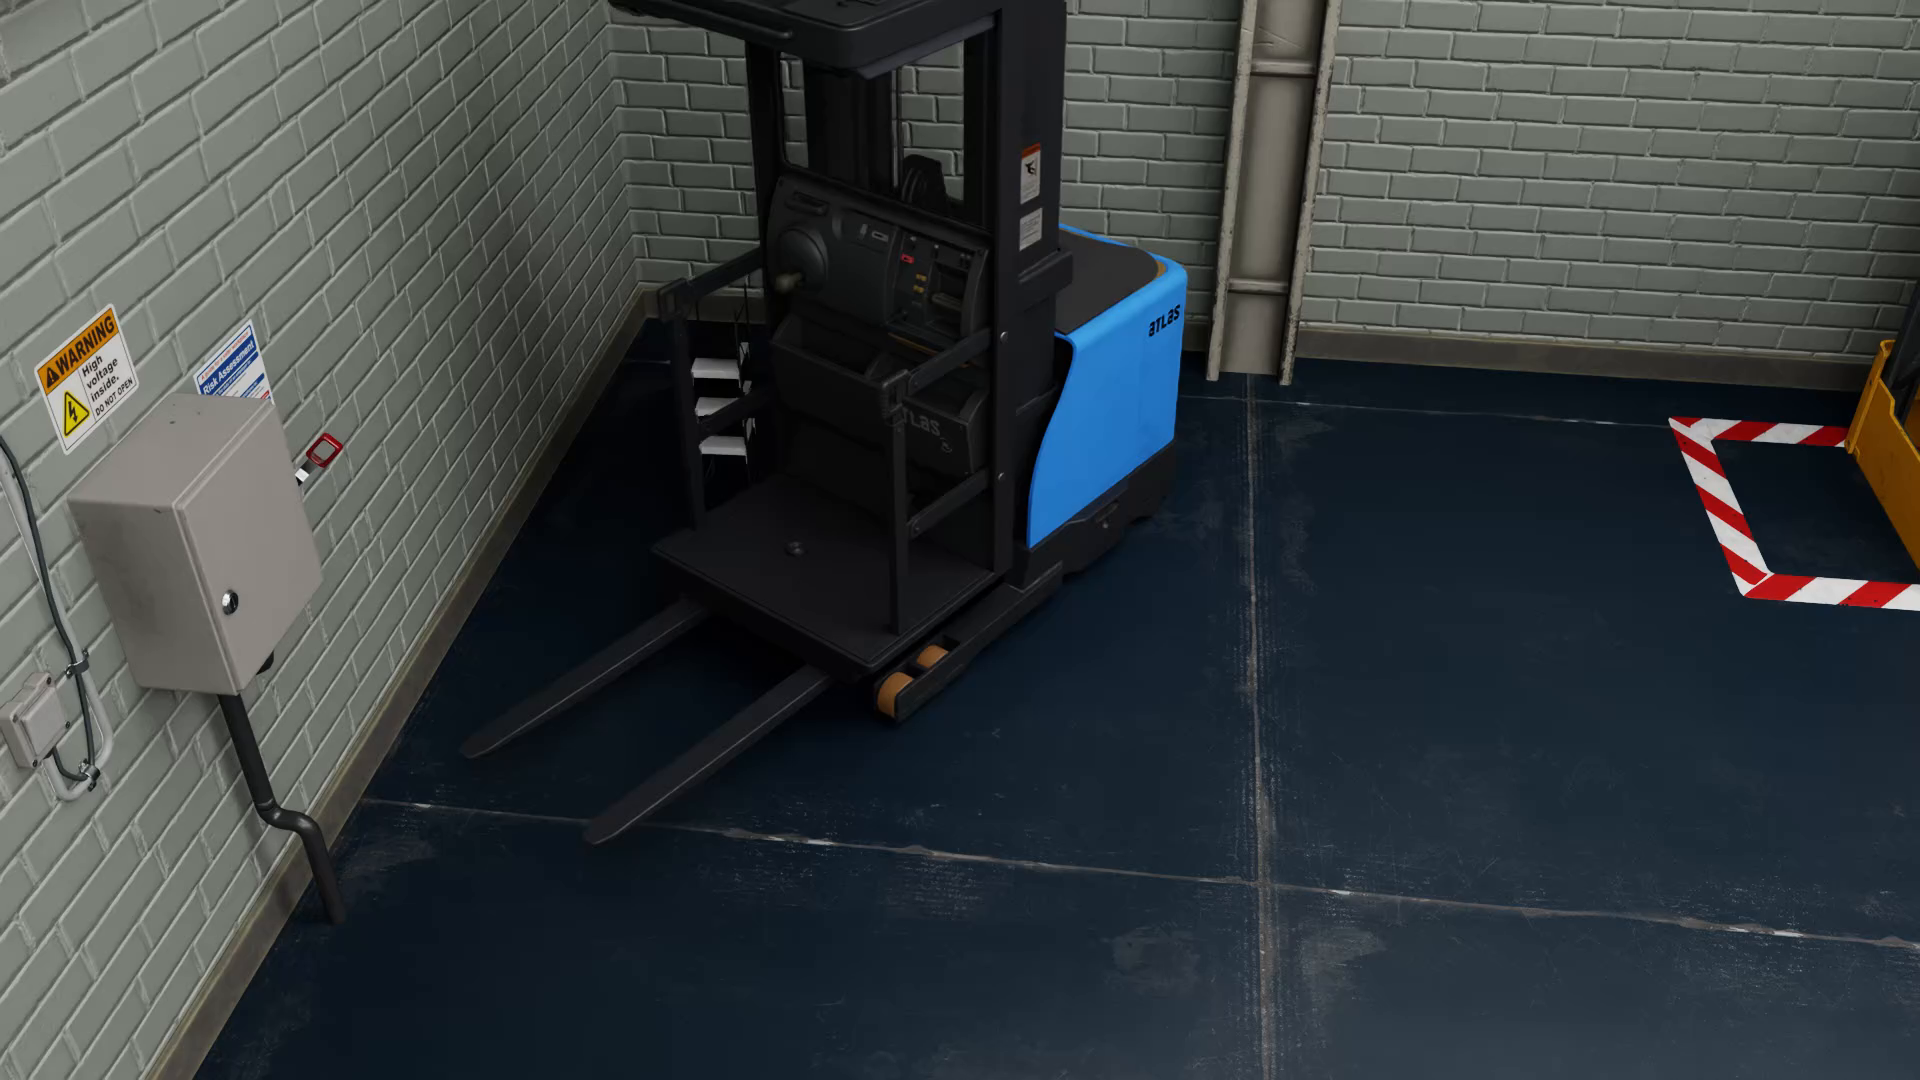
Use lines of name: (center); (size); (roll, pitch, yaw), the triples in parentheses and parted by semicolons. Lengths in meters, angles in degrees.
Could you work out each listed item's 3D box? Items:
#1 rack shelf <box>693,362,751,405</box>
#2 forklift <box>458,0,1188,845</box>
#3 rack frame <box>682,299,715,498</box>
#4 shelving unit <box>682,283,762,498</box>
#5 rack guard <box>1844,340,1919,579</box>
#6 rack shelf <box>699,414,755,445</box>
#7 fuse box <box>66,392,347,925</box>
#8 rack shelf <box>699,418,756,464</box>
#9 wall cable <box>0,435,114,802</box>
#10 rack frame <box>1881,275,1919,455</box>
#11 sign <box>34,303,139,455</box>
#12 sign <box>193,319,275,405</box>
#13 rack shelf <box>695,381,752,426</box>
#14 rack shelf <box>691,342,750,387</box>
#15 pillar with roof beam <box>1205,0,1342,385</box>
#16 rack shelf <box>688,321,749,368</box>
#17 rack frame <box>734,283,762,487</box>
rack shelf: (-0.967, -0.641, 6.776); (0.200, 0.077, 0.258); (2, 36, 3)
forklift: (-0.424, -0.888, 5.471); (1.130, 2.935, 3.031); (25, 43, 31)
rack frame: (-1.069, -0.599, 6.815); (0.006, 0.900, 0.240); (2, 36, 3)
shelving unit: (-0.967, -0.595, 6.809); (0.210, 0.900, 0.258); (2, 36, 3)
rack guard: (4.003, -0.305, 6.746); (0.348, 0.500, 1.175); (4, 36, 6)
rack shelf: (-0.967, -0.494, 6.880); (0.200, 0.077, 0.258); (2, 36, 3)
fuse box: (-1.885, 0.454, 4.641); (0.414, 1.711, 0.539); (4, 36, 6)
rack shelf: (-0.967, -0.421, 6.933); (0.200, 0.077, 0.258); (2, 36, 3)
wall cable: (-2.128, -0.103, 3.437); (0.122, 1.984, 0.588); (4, 36, 6)
rack frame: (3.927, -1.328, 6.028); (0.127, 3.000, 1.000); (4, 36, 6)
sign: (-2.097, -0.390, 4.004); (0.001, 0.242, 0.339); (4, 36, 6)
sign: (-2.027, -0.332, 4.715); (0.001, 0.494, 0.329); (4, 36, 6)
rack shelf: (-0.967, -0.568, 6.828); (0.200, 0.077, 0.258); (2, 36, 3)
rack shelf: (-0.967, -0.714, 6.723); (0.200, 0.077, 0.258); (2, 36, 3)
pillar with roof beam: (0.820, -2.008, 1.817); (0.400, 9.000, 9.100); (4, 36, 6)
rack shelf: (-0.967, -0.787, 6.671); (0.200, 0.077, 0.258); (2, 36, 3)
rack frame: (-0.866, -0.590, 6.803); (0.006, 0.900, 0.240); (2, 36, 3)
